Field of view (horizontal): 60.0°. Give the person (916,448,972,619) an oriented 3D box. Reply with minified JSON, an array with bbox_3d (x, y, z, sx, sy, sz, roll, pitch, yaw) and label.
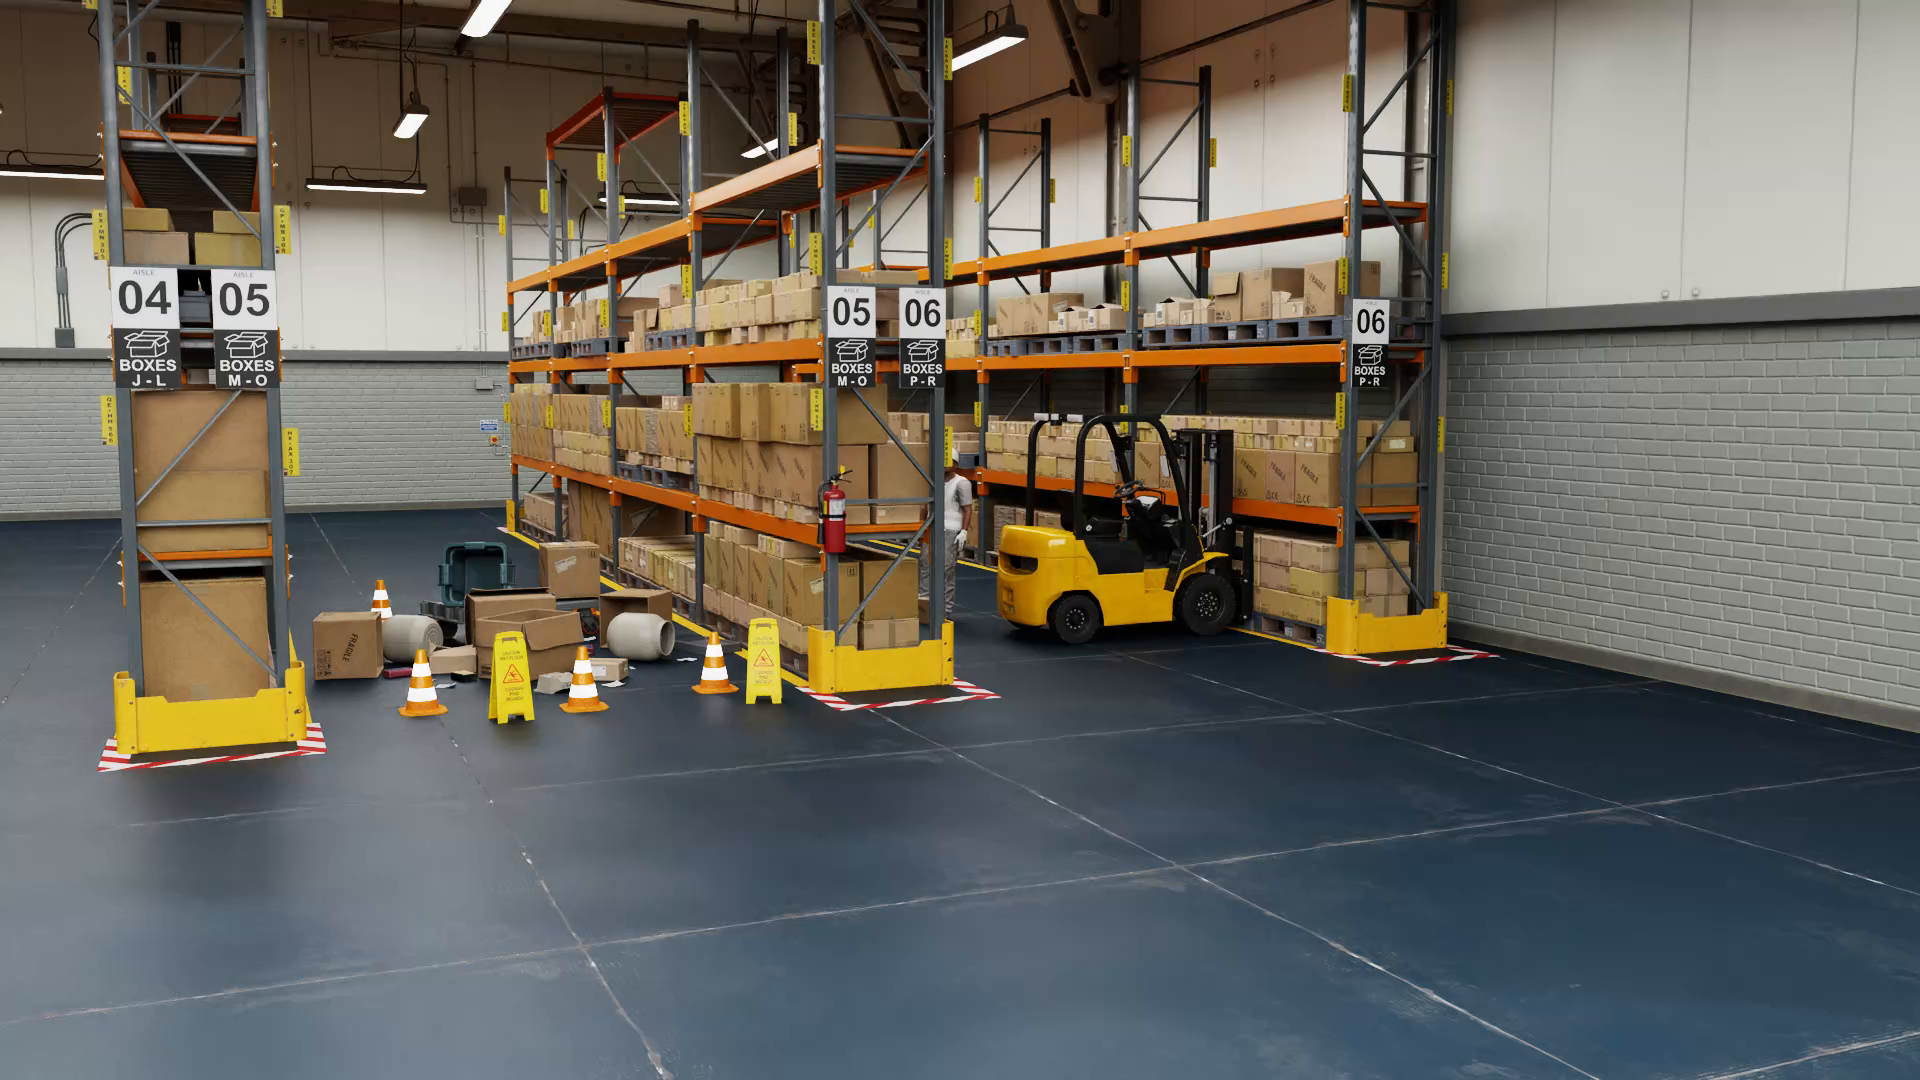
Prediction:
[{"bbox_3d":[-0.225,-0.067,17.207,0.657,1.783,0.576,4,7,37],"label":"person"}]
